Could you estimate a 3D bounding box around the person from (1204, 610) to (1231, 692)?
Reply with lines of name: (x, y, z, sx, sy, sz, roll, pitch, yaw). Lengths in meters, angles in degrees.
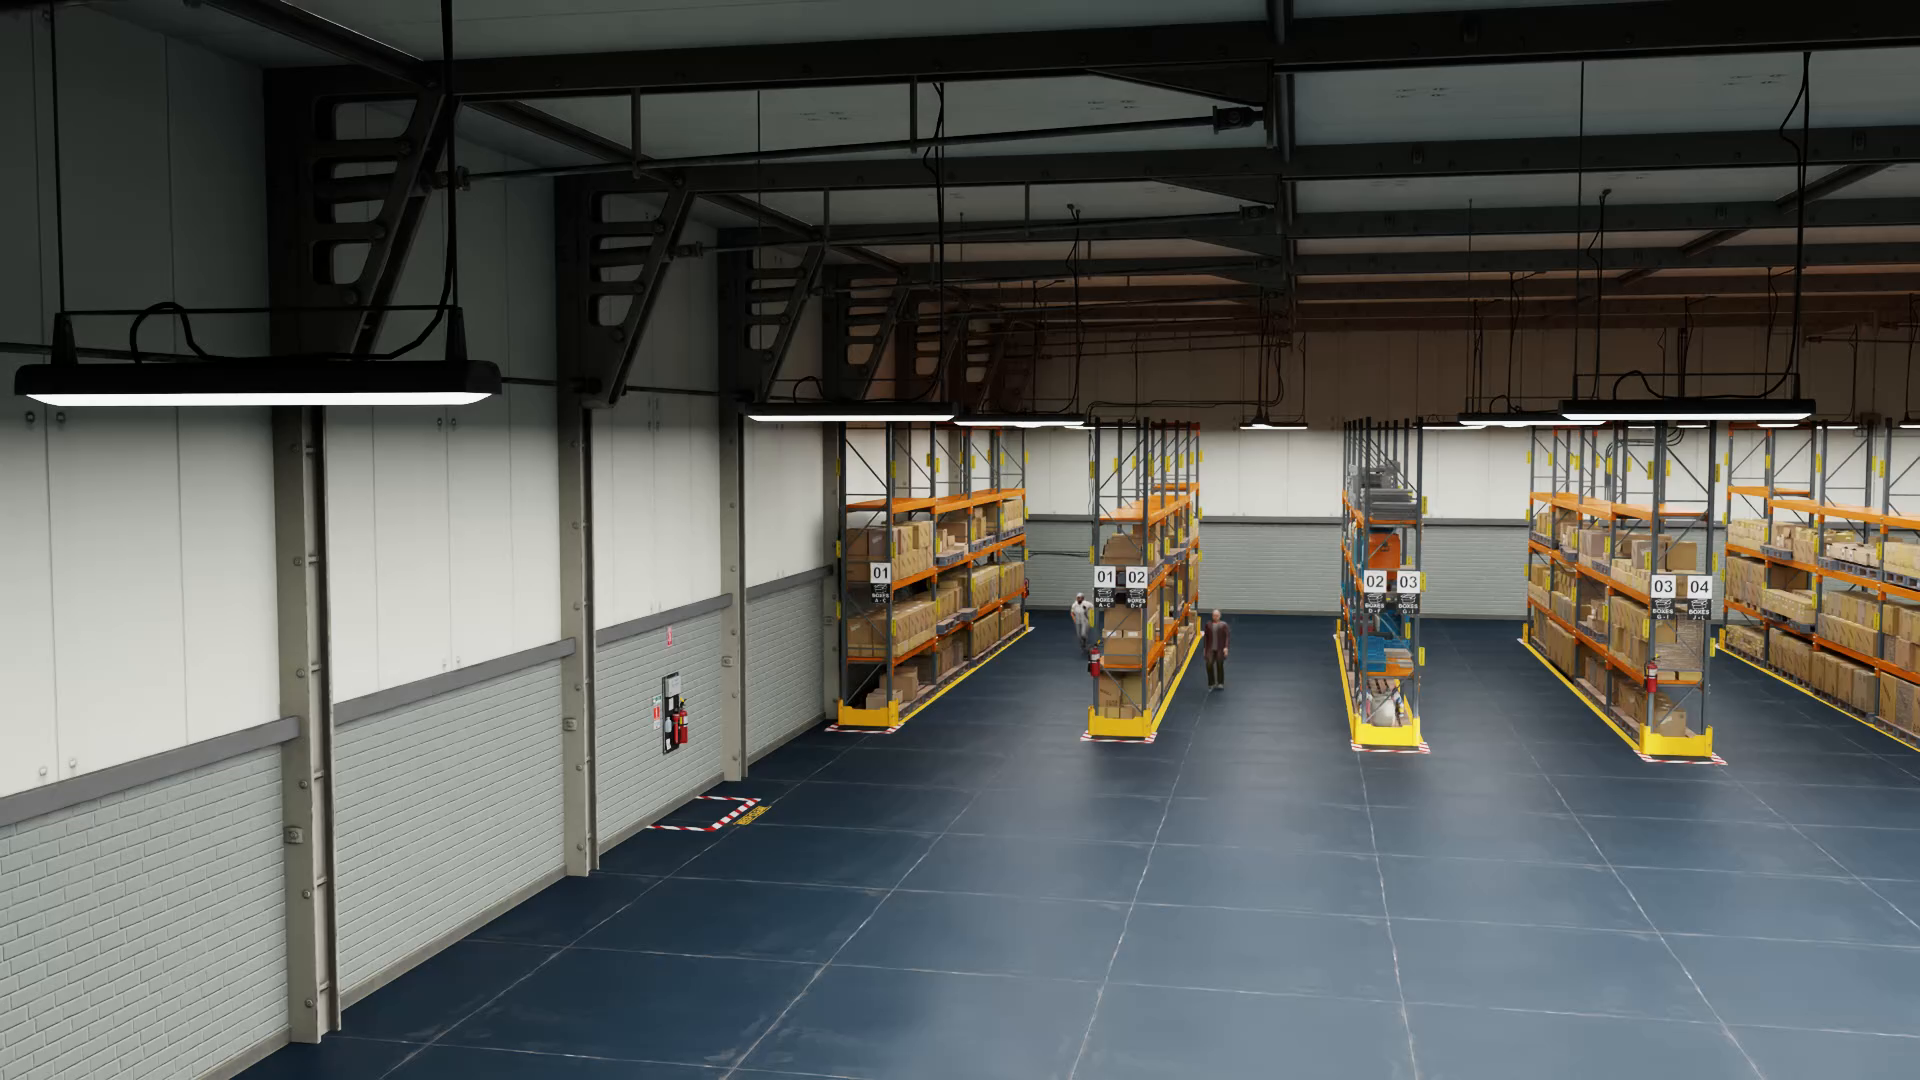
person: (5.685, 2.466, 36.883, 0.631, 1.845, 0.548, 2, 4, 23)

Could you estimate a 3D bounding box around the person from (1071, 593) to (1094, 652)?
person: (3.199, 2.142, 43.025, 0.656, 1.583, 0.748, 1, 4, 20)
